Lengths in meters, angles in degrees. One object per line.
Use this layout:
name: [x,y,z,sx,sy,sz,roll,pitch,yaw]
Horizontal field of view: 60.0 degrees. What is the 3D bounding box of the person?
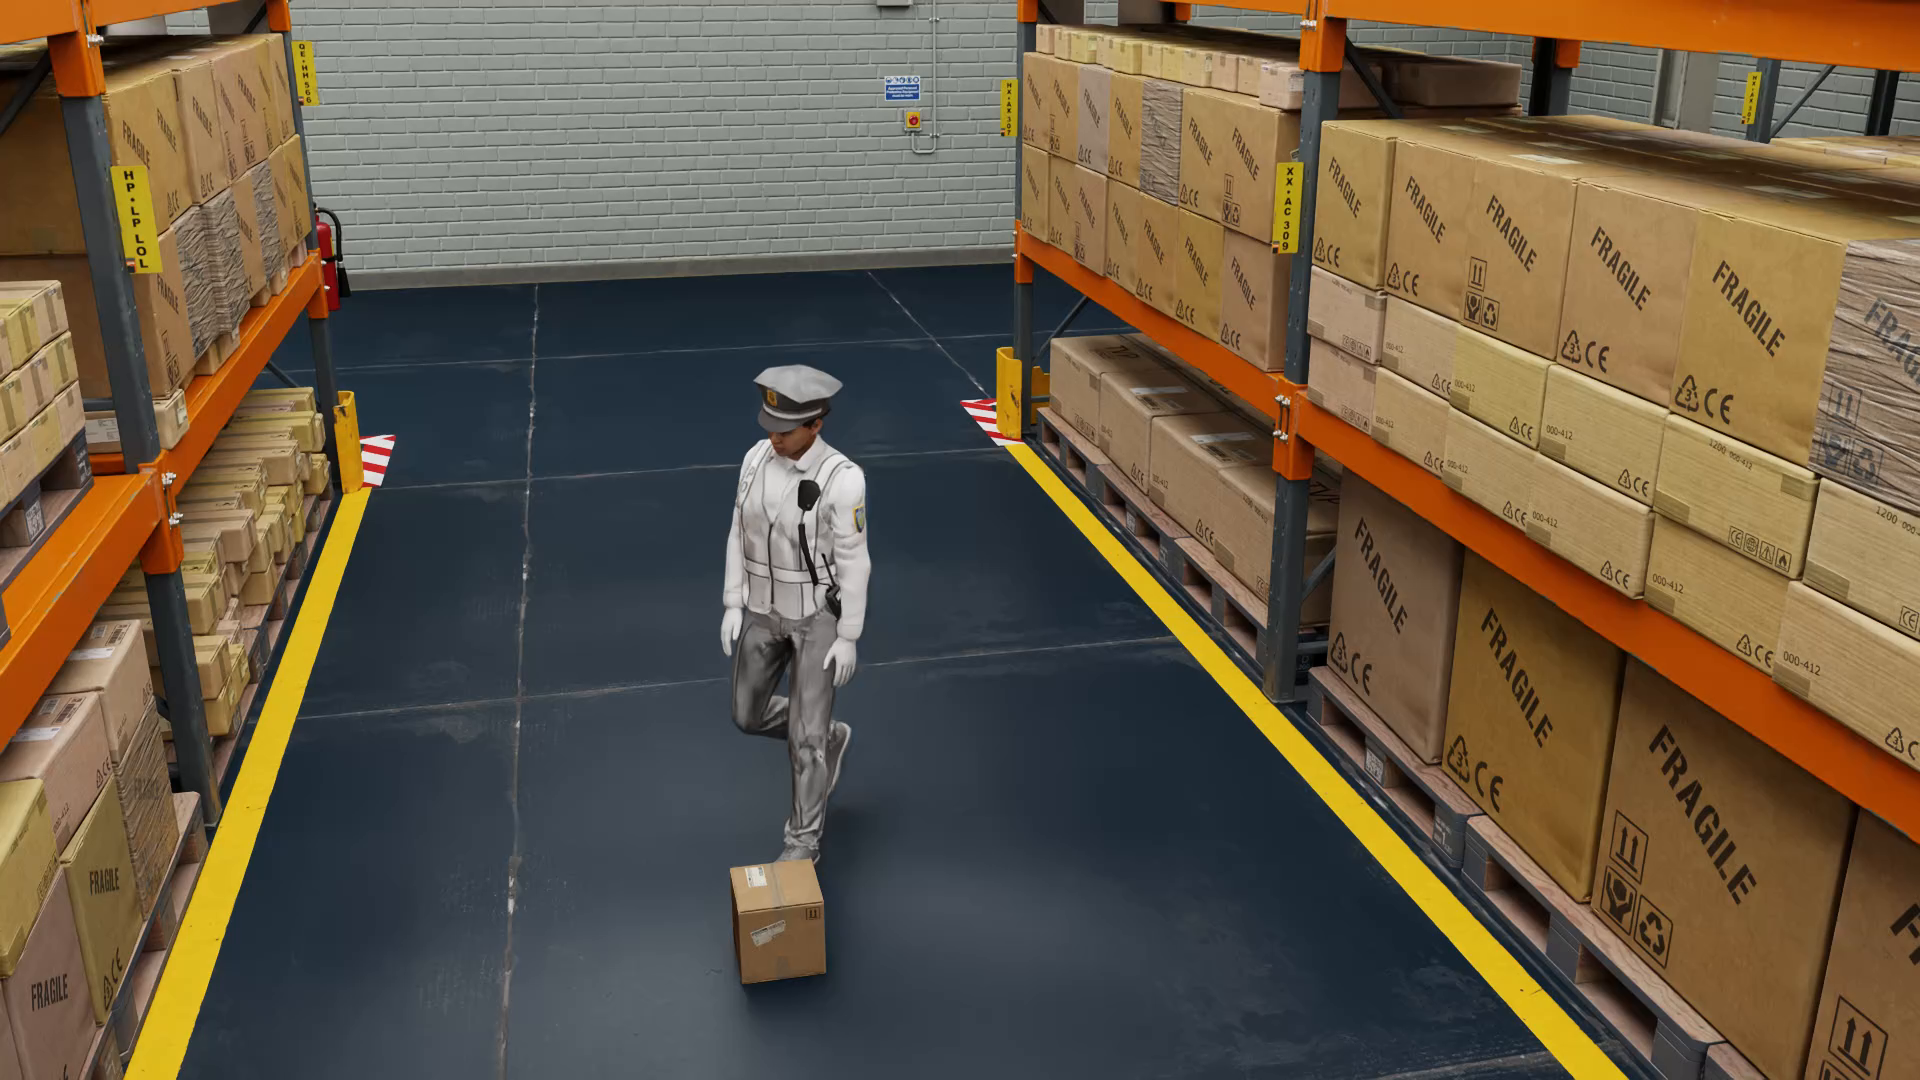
person: [-0.507,0.246,5.341,0.506,1.652,0.687,12,23,30]
